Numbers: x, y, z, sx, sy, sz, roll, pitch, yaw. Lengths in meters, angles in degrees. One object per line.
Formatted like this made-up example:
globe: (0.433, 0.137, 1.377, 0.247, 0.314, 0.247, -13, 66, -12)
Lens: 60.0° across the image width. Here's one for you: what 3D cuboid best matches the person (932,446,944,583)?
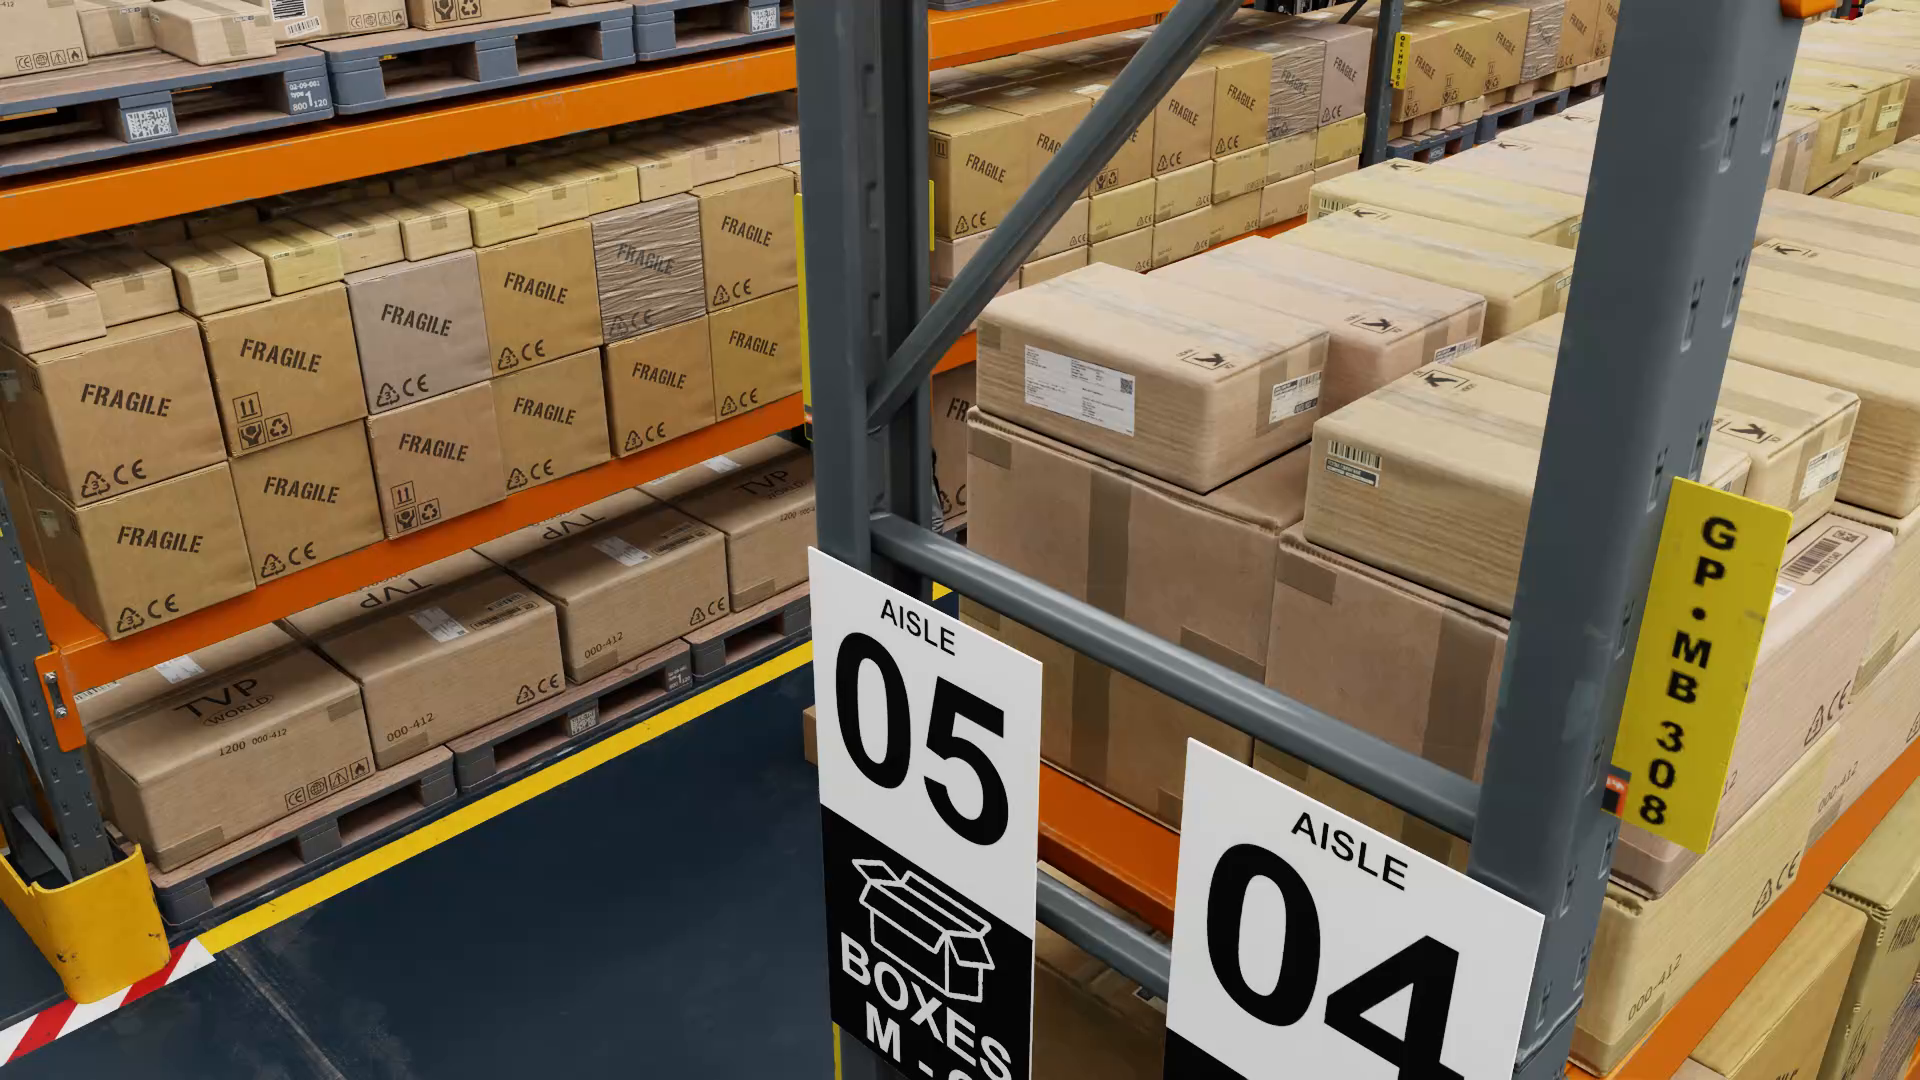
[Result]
person: (-0.304, 0.086, 6.982, 0.578, 1.720, 0.419, 24, 36, 38)
